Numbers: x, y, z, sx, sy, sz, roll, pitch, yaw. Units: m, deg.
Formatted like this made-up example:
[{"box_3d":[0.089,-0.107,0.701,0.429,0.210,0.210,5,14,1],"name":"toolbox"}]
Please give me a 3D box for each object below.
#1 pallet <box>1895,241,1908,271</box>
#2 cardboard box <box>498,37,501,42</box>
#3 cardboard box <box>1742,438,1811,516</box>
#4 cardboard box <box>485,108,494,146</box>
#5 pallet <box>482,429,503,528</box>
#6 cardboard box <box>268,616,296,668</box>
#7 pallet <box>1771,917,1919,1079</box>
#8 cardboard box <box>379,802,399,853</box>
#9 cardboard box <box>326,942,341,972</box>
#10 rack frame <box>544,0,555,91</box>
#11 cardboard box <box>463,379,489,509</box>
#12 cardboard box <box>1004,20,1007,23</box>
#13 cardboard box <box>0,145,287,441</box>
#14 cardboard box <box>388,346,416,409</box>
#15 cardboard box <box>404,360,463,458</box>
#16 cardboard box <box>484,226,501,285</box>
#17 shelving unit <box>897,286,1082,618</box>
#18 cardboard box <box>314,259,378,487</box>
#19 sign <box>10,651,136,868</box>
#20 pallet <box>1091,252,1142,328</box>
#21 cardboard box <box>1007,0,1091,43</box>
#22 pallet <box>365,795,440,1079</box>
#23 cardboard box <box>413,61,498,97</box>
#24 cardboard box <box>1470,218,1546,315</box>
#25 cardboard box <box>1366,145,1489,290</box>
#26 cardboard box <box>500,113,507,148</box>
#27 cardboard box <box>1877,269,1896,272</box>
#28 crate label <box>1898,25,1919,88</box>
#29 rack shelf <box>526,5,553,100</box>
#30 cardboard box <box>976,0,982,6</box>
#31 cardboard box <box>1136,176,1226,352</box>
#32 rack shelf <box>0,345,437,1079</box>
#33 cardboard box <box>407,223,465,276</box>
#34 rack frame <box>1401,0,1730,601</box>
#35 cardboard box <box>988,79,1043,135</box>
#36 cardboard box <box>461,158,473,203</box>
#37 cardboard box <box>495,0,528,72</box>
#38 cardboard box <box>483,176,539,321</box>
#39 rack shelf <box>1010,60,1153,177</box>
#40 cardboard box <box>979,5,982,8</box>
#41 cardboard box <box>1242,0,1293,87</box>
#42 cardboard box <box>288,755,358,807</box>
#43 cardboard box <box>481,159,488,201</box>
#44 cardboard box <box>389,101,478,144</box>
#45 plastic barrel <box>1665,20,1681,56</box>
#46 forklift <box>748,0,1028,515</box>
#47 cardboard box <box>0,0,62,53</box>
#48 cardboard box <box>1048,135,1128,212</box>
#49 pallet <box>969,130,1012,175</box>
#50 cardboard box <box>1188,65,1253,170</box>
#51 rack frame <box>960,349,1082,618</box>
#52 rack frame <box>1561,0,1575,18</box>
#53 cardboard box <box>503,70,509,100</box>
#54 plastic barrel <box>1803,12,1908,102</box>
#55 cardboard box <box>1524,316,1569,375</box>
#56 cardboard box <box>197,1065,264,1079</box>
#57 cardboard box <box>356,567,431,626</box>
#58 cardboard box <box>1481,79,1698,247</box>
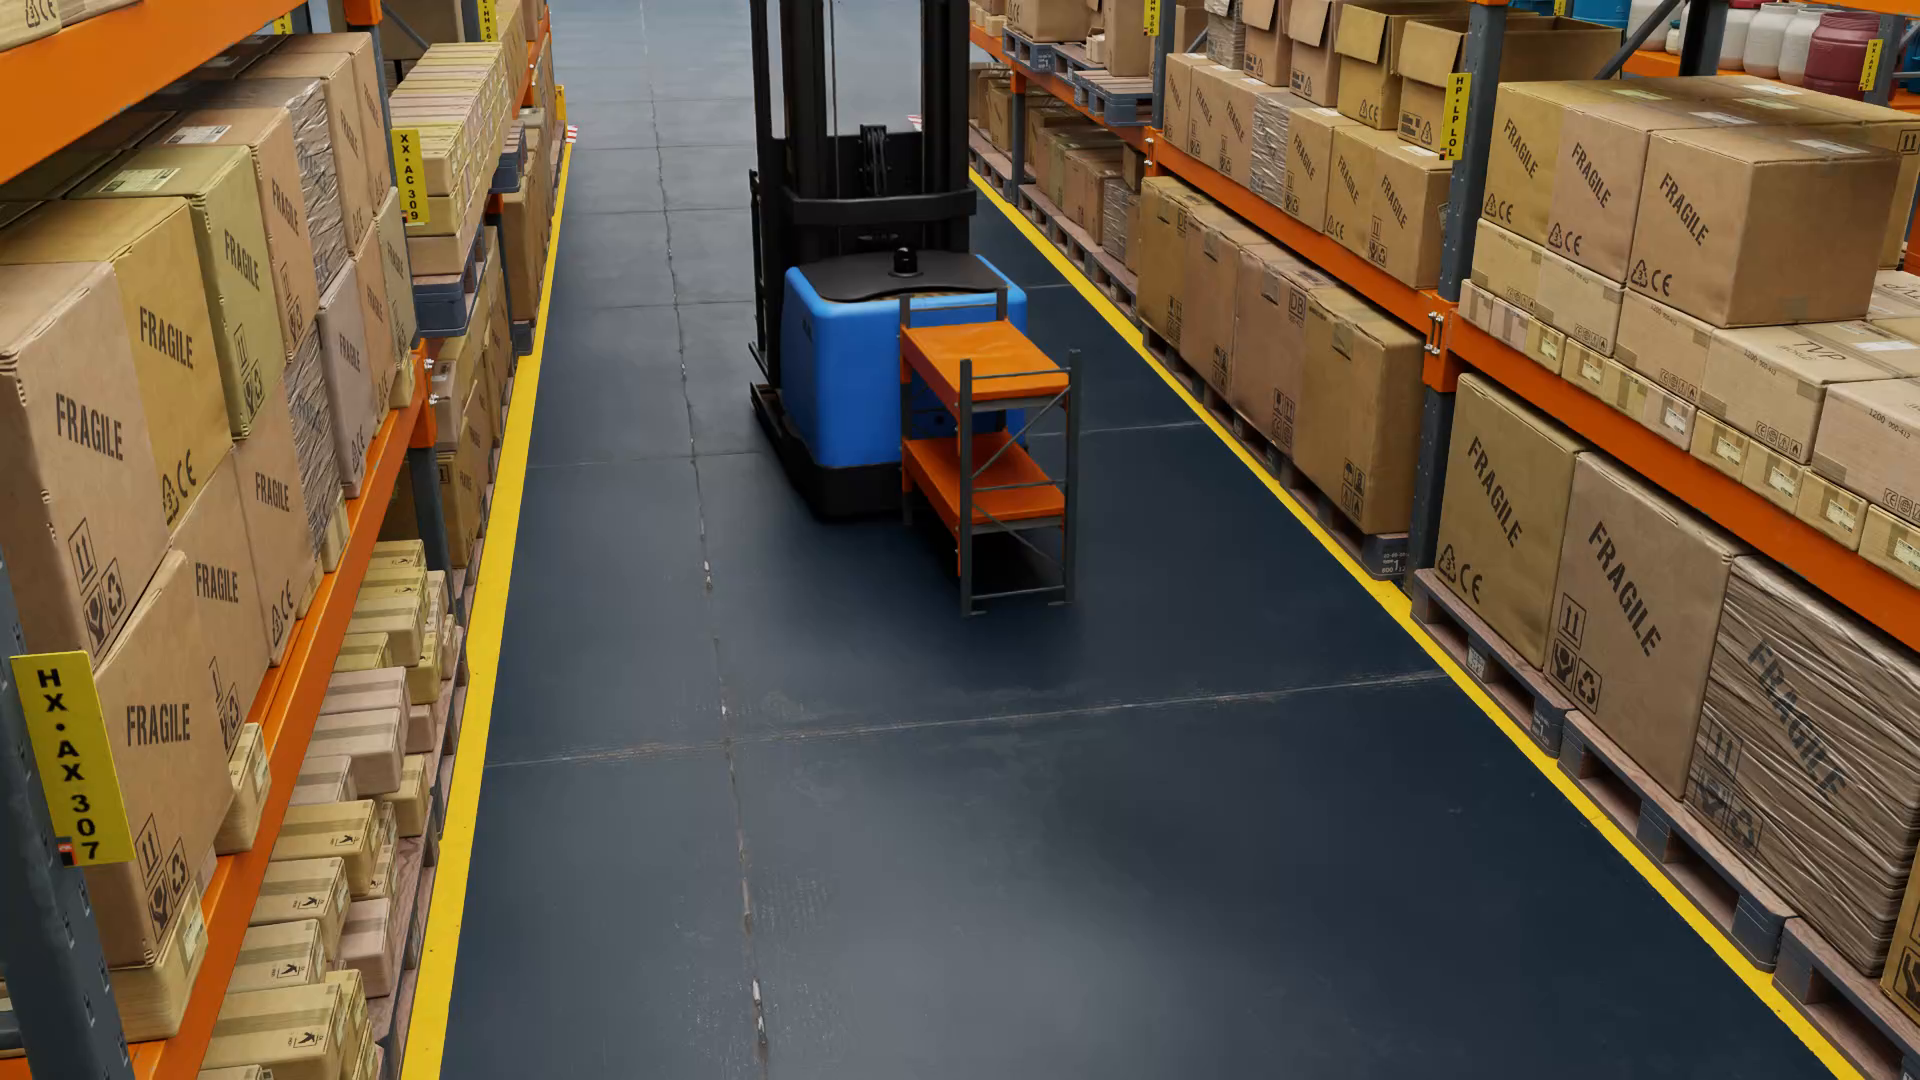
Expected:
[{"box_3d":[6.449,-2.135,12.374,1.003,0.211,1.213,-4,24,-10],"name":"pallet"},{"box_3d":[-3.121,-2.853,10.411,0.500,0.500,0.500,-5,24,-10],"name":"cardboard box"},{"box_3d":[2.494,-0.194,4.760,0.380,0.149,0.250,-4,24,-9],"name":"cardboard box"},{"box_3d":[-2.427,-1.957,7.901,0.380,0.149,0.250,-4,24,-8],"name":"cardboard box"},{"box_3d":[-2.842,-0.347,8.281,1.003,0.211,1.213,-4,24,-10],"name":"pallet"},{"box_3d":[-1.777,0.193,3.875,0.380,0.149,0.250,-5,24,-11],"name":"cardboard box"},{"box_3d":[2.941,1.377,4.333,1.003,0.211,1.213,-4,24,-10],"name":"pallet"},{"box_3d":[-1.886,0.920,4.933,0.380,0.149,0.250,-4,24,-9],"name":"cardboard box"},{"box_3d":[-1.783,1.080,4.195,0.380,0.149,0.250,-5,24,-12],"name":"cardboard box"},{"box_3d":[-4.686,-5.558,16.728,1.000,3.000,0.127,-4,24,-10],"name":"rack frame"},{"box_3d":[-2.443,-0.403,7.524,0.500,0.500,0.500,-3,24,-7],"name":"cardboard box"},{"box_3d":[0.594,-4.461,14.531,0.380,0.149,0.250,-4,24,-10],"name":"cardboard box"},{"box_3d":[-1.724,-0.505,3.414,0.500,0.500,0.500,-5,24,-11],"name":"cardboard box"},{"box_3d":[-2.030,-0.534,5.540,0.380,0.149,0.250,-5,24,-11],"name":"cardboard box"},{"box_3d":[-2.344,-0.539,6.897,0.500,0.250,0.500,-5,24,-12],"name":"cardboard box"},{"box_3d":[-2.823,-1.552,9.218,0.500,0.250,0.500,-5,24,-11],"name":"cardboard box"},{"box_3d":[0.108,-0.417,7.298,0.538,1.125,1.048,-6,24,-14],"name":"shelving unit"},{"box_3d":[-1.915,-0.451,4.537,0.500,0.500,0.500,-4,24,-10],"name":"cardboard box"},{"box_3d":[-1.194,0.299,2.237,0.100,0.325,0.005,-4,24,-10],"name":"sign"},{"box_3d":[1.543,-1.768,11.535,1.003,0.211,1.213,-4,24,-10],"name":"pallet"},{"box_3d":[0.956,-4.456,12.932,1.000,1.000,1.000,-4,24,-9],"name":"cardboard box"},{"box_3d":[-2.079,1.182,4.779,1.003,0.211,1.213,-4,24,-10],"name":"pallet"},{"box_3d":[-2.520,-2.296,8.304,0.380,0.149,0.250,-4,24,-8],"name":"cardboard box"},{"box_3d":[2.255,-1.029,6.173,0.500,0.250,0.500,-5,24,-11],"name":"cardboard box"},{"box_3d":[2.071,-1.375,7.025,0.500,0.500,0.500,-4,24,-10],"name":"cardboard box"},{"box_3d":[-2.572,-2.130,8.667,0.380,0.149,0.250,-4,24,-9],"name":"cardboard box"},{"box_3d":[2.864,-0.875,5.822,0.500,0.250,0.500,-4,24,-8],"name":"cardboard box"},{"box_3d":[6.636,-3.532,12.045,0.502,0.435,0.616,-4,24,-10],"name":"crate label"},{"box_3d":[-4.316,-4.442,15.071,1.077,0.370,4.000,-4,24,-10],"name":"rack shelf"},{"box_3d":[0.623,-5.264,15.558,0.875,0.500,0.500,-4,24,-10],"name":"cardboard box"},{"box_3d":[1.793,-1.684,9.989,1.225,0.875,0.875,-5,24,-12],"name":"cardboard box"},{"box_3d":[-2.097,0.278,4.263,1.077,0.370,4.000,-4,24,-10],"name":"rack shelf"},{"box_3d":[-2.088,-1.104,6.320,0.380,0.149,0.250,-5,24,-12],"name":"cardboard box"},{"box_3d":[2.426,-1.165,6.670,1.000,3.000,0.127,-4,24,-10],"name":"rack frame"},{"box_3d":[0.547,-4.205,16.229,0.500,0.500,0.500,-2,24,-5],"name":"cardboard box"},{"box_3d":[-2.186,-1.444,6.726,0.380,0.149,0.250,-4,24,-8],"name":"cardboard box"},{"box_3d":[-3.587,-3.845,12.681,0.500,0.500,0.500,-4,24,-10],"name":"cardboard box"},{"box_3d":[-3.231,-1.819,10.453,1.050,0.750,0.750,-5,24,-10],"name":"cardboard box"},{"box_3d":[1.316,-3.196,12.218,1.077,0.370,4.000,-4,24,-10],"name":"rack shelf"},{"box_3d":[0.384,-4.955,15.661,0.380,0.149,0.250,-4,24,-10],"name":"cardboard box"},{"box_3d":[1.923,-2.699,8.803,0.797,0.503,0.637,-4,24,-9],"name":"cardboard box"},{"box_3d":[-1.894,0.738,4.607,0.380,0.149,0.250,-4,24,-10],"name":"cardboard box"},{"box_3d":[-2.335,-1.617,7.495,0.380,0.149,0.250,-5,24,-11],"name":"cardboard box"},{"box_3d":[-2.282,-1.786,7.138,0.380,0.149,0.250,-5,24,-10],"name":"cardboard box"},{"box_3d":[5.908,-4.083,13.524,0.301,0.262,0.301,0,24,0],"name":"plastic barrel"},{"box_3d":[-0.555,-2.024,8.721,1.130,2.935,3.031,-6,24,-14],"name":"forklift"},{"box_3d":[-1.559,-0.766,2.196,0.500,0.250,0.500,-3,24,-8],"name":"cardboard box"},{"box_3d":[1.109,-2.936,13.298,0.700,0.500,0.500,-4,24,-10],"name":"cardboard box"},{"box_3d":[0.559,-3.776,16.133,1.003,0.211,1.213,-4,24,-10],"name":"pallet"},{"box_3d":[1.606,-2.370,9.305,0.500,0.500,0.500,-5,24,-11],"name":"cardboard box"},{"box_3d":[0.244,-0.221,6.849,0.500,1.125,0.032,-6,24,-14],"name":"rack frame"},{"box_3d":[5.814,-4.678,14.714,1.000,3.000,0.127,-4,24,-10],"name":"rack frame"},{"box_3d":[-2.668,-2.464,9.062,0.380,0.149,0.250,-4,24,-9],"name":"cardboard box"},{"box_3d":[6.170,-3.328,11.451,0.600,0.536,0.708,-4,24,-10],"name":"plastic barrel"},{"box_3d":[2.252,-0.702,5.924,0.380,0.149,0.250,-4,24,-8],"name":"cardboard box"},{"box_3d":[-1.660,1.246,3.443,0.380,0.149,0.250,-4,24,-9],"name":"cardboard box"},{"box_3d":[-2.059,0.222,5.788,0.380,0.149,0.250,-4,24,-9],"name":"cardboard box"},{"box_3d":[2.263,-1.369,6.016,0.500,0.500,0.500,-4,24,-10],"name":"cardboard box"}]
